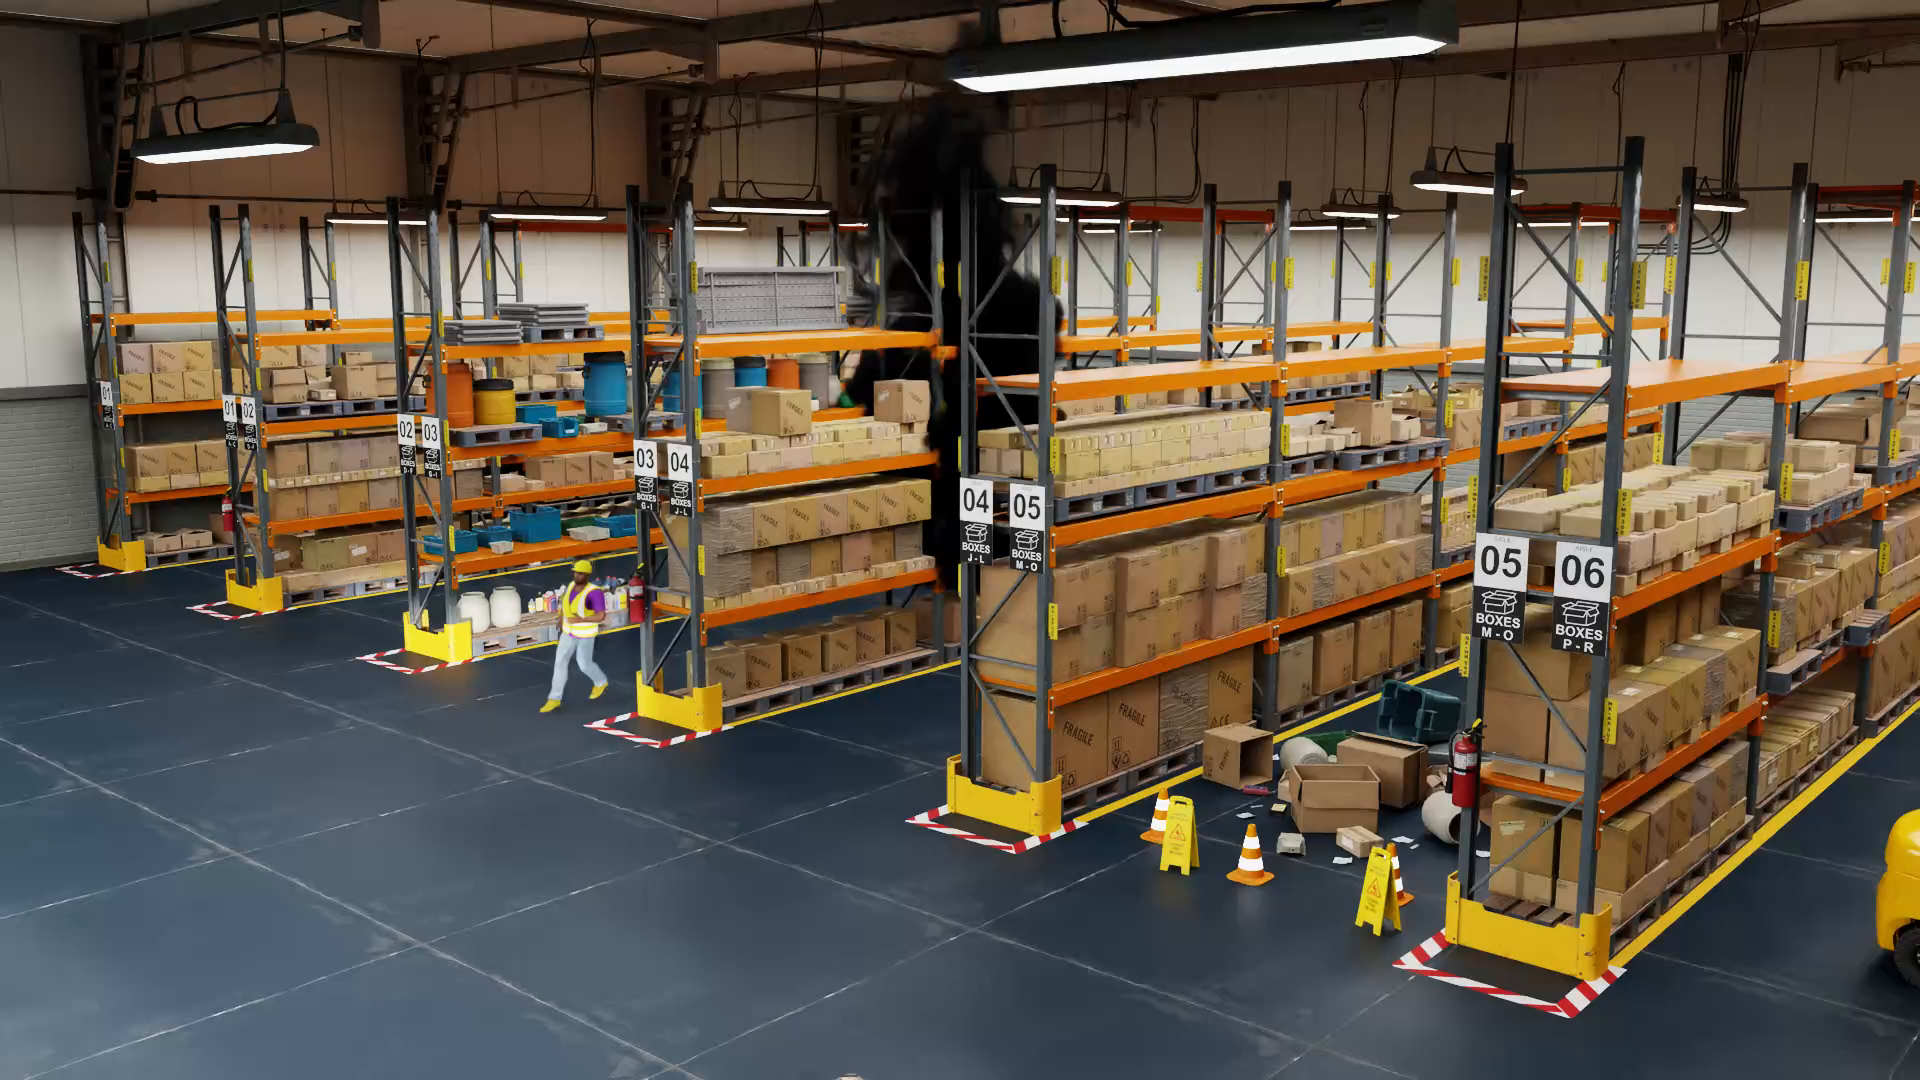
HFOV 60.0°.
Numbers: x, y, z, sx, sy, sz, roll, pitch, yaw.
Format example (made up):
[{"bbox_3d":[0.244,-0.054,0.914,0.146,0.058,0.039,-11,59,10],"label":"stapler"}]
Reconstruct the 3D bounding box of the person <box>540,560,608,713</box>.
[{"bbox_3d":[-4.411,1.091,19.322,0.727,1.736,0.986,5,11,29],"label":"person"}]
